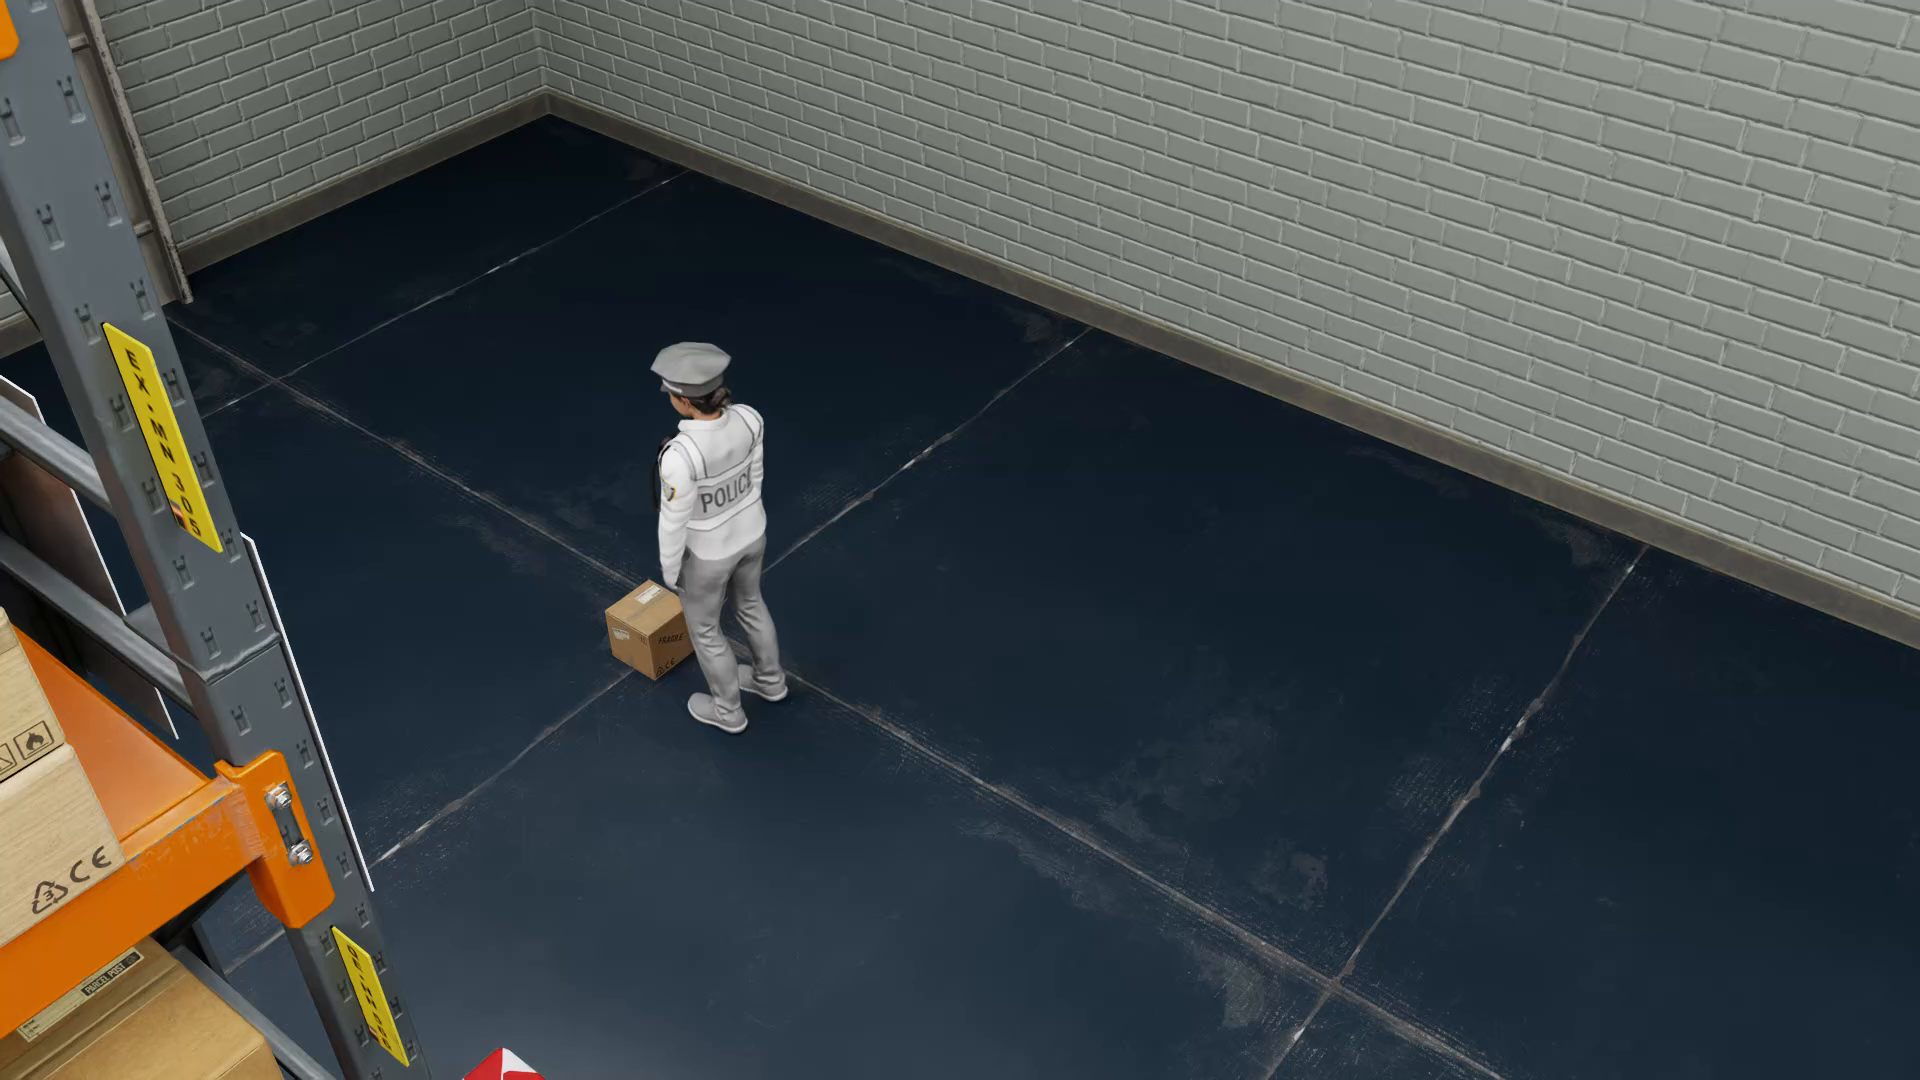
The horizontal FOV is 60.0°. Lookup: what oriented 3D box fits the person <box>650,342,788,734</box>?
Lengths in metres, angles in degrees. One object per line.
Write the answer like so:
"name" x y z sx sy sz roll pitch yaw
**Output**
"person" -0.908 0.022 6.136 0.327 1.668 0.470 27 46 29
